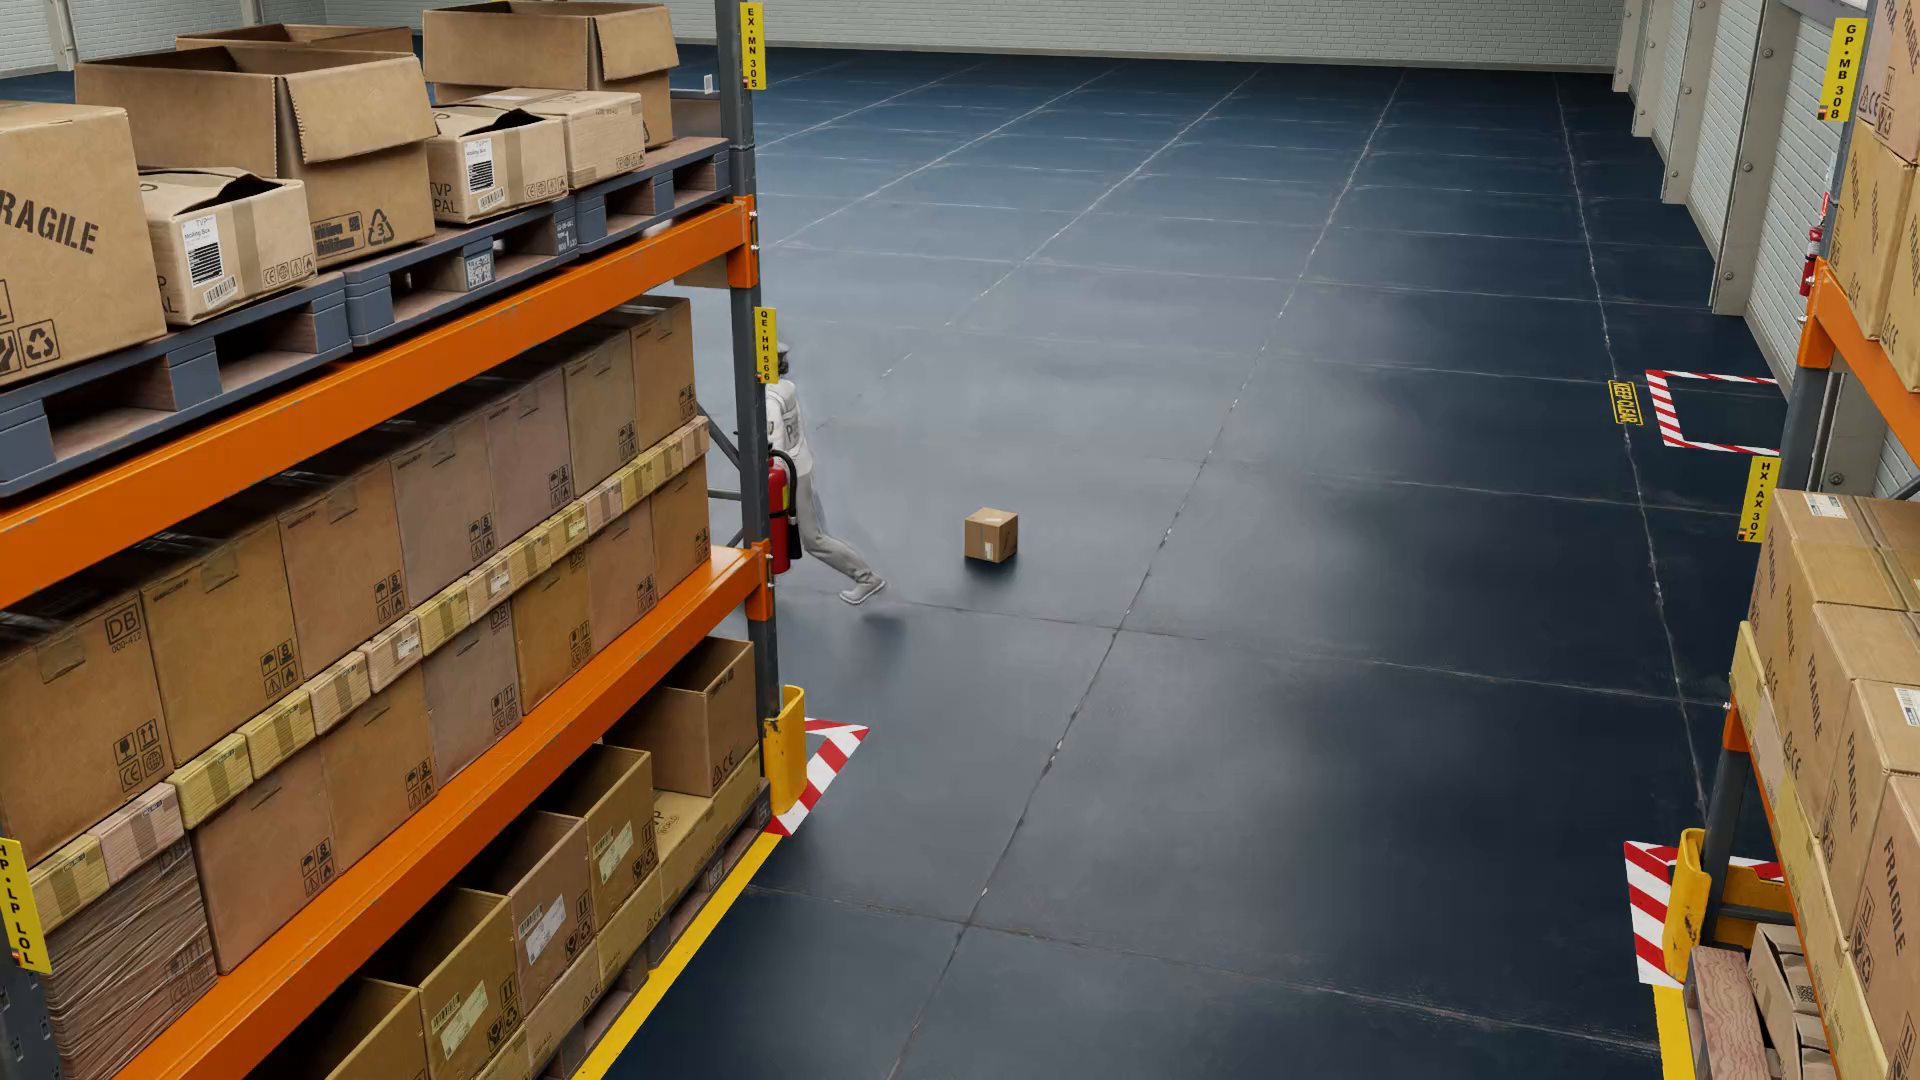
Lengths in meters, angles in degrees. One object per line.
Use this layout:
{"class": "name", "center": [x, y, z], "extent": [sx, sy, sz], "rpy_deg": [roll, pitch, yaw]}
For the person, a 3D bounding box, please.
{"class": "person", "center": [-0.955, -0.360, 9.499], "extent": [1.050, 1.611, 0.487], "rpy_deg": [1, 22, 2]}
